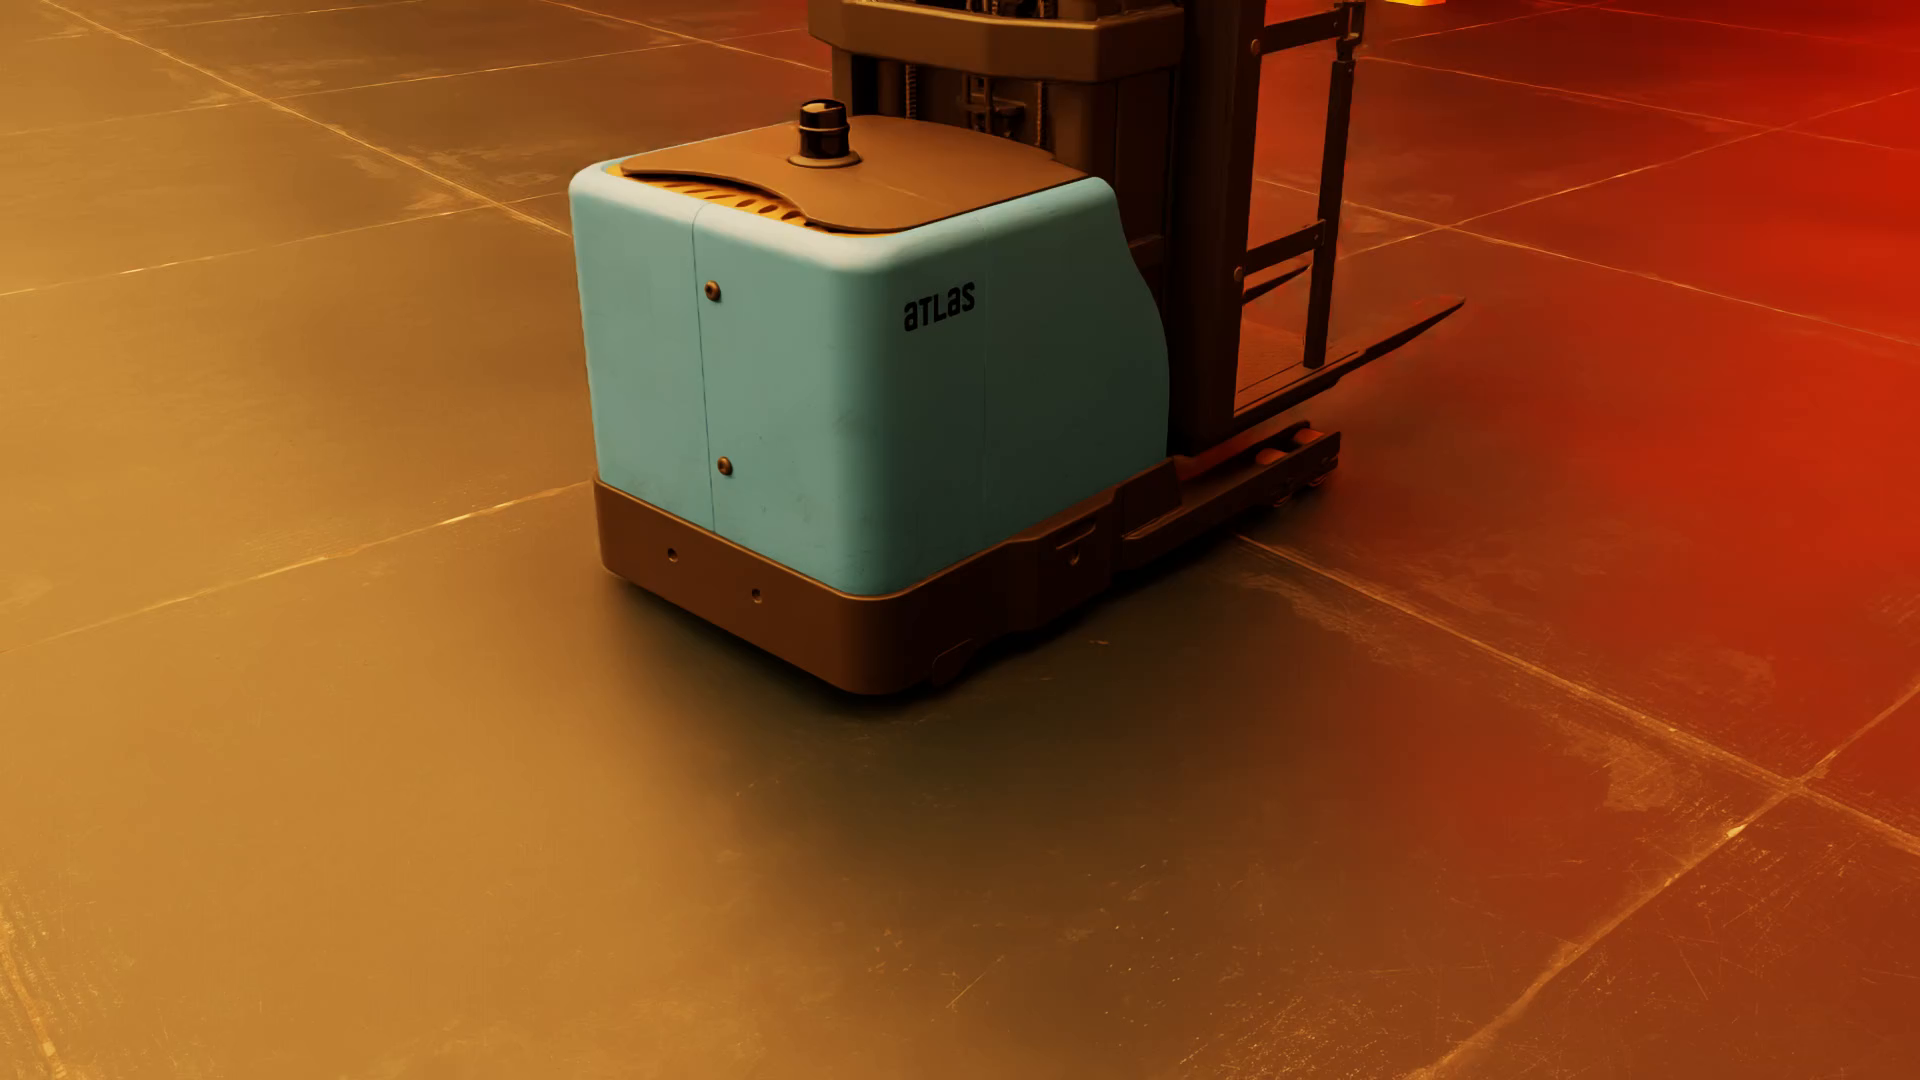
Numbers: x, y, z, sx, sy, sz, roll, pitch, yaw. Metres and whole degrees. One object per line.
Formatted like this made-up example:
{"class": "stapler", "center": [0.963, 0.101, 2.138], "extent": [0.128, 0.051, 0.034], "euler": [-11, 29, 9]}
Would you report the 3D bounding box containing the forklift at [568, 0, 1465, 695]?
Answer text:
{"class": "forklift", "center": [0.451, -1.540, 4.308], "extent": [1.130, 2.935, 3.031], "euler": [22, 34, 37]}
